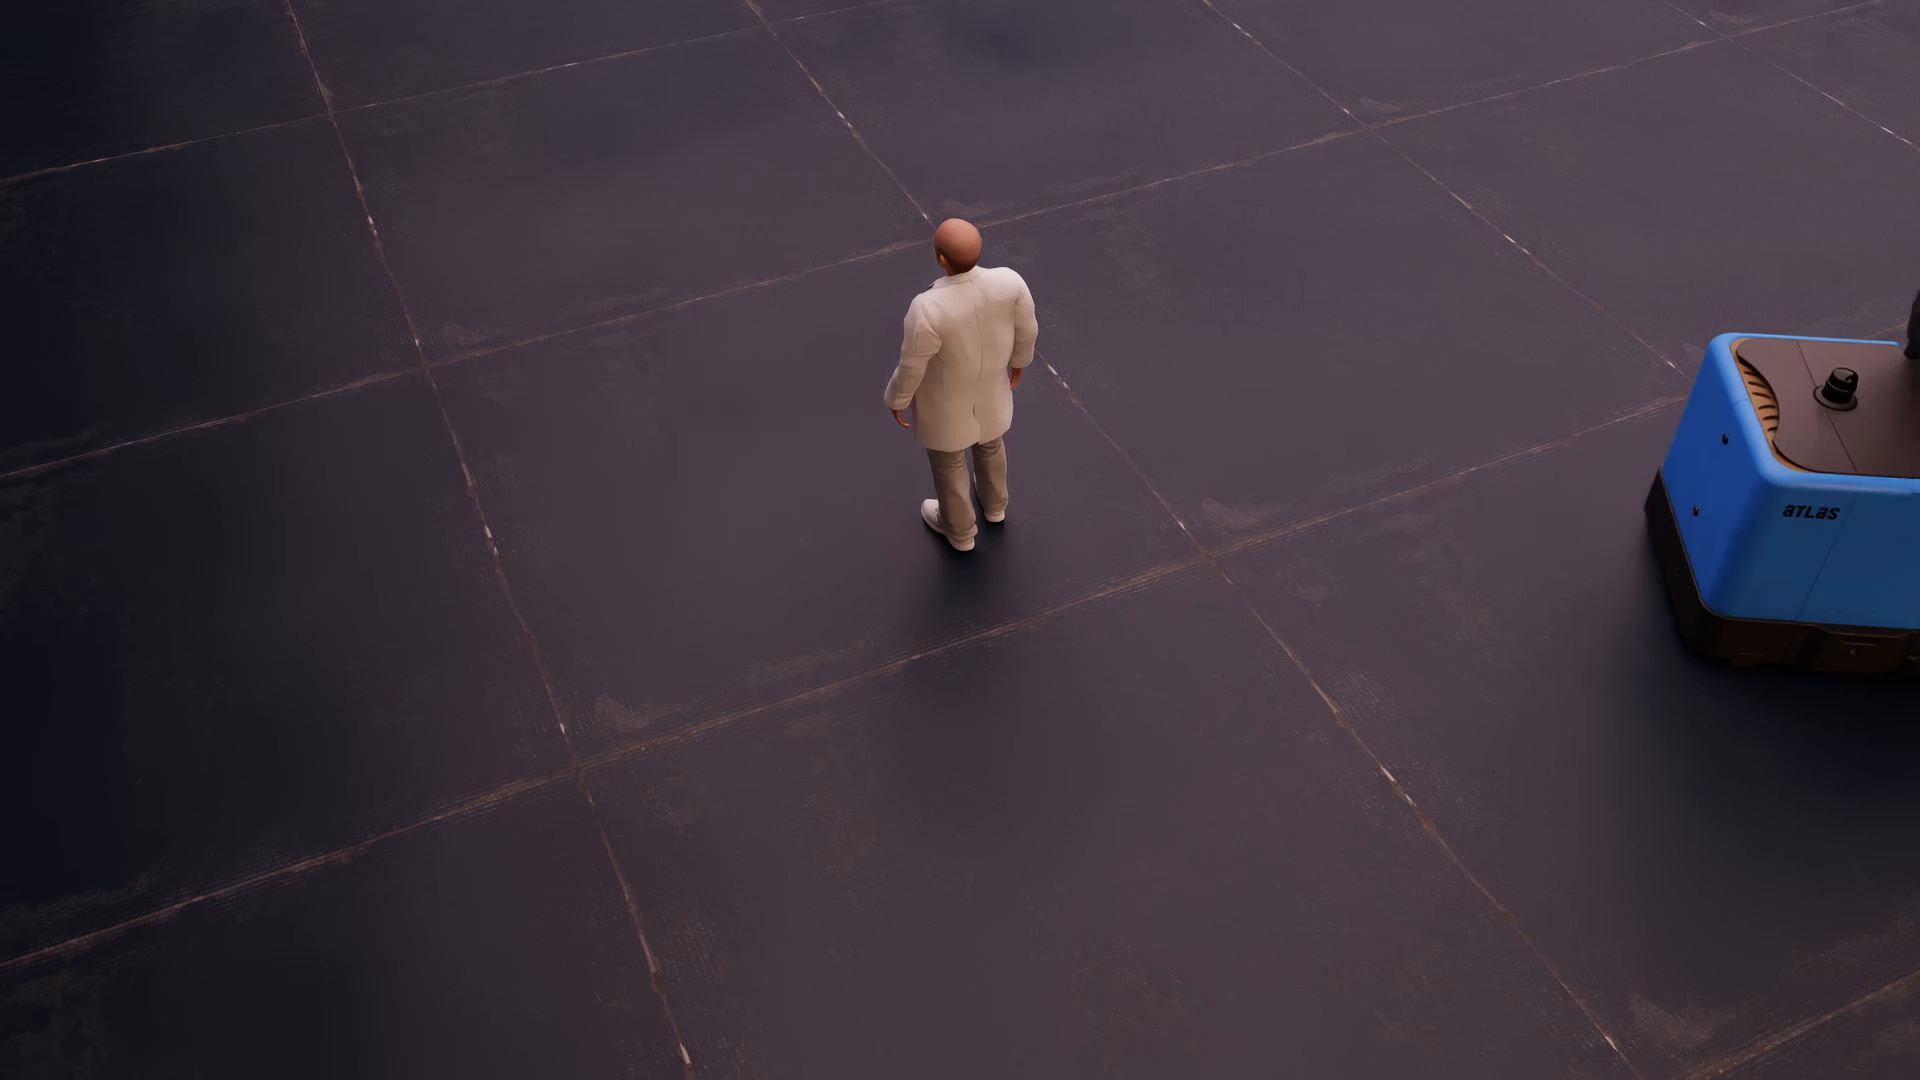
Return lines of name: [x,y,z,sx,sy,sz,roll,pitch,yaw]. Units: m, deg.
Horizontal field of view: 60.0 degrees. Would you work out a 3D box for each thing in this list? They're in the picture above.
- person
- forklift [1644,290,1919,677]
person: [-0.034,-0.712,7.278,0.696,1.775,0.581,-18,46,-18]
forklift: [4.707,-0.772,6.507,3.031,2.935,1.130,4,43,4]
